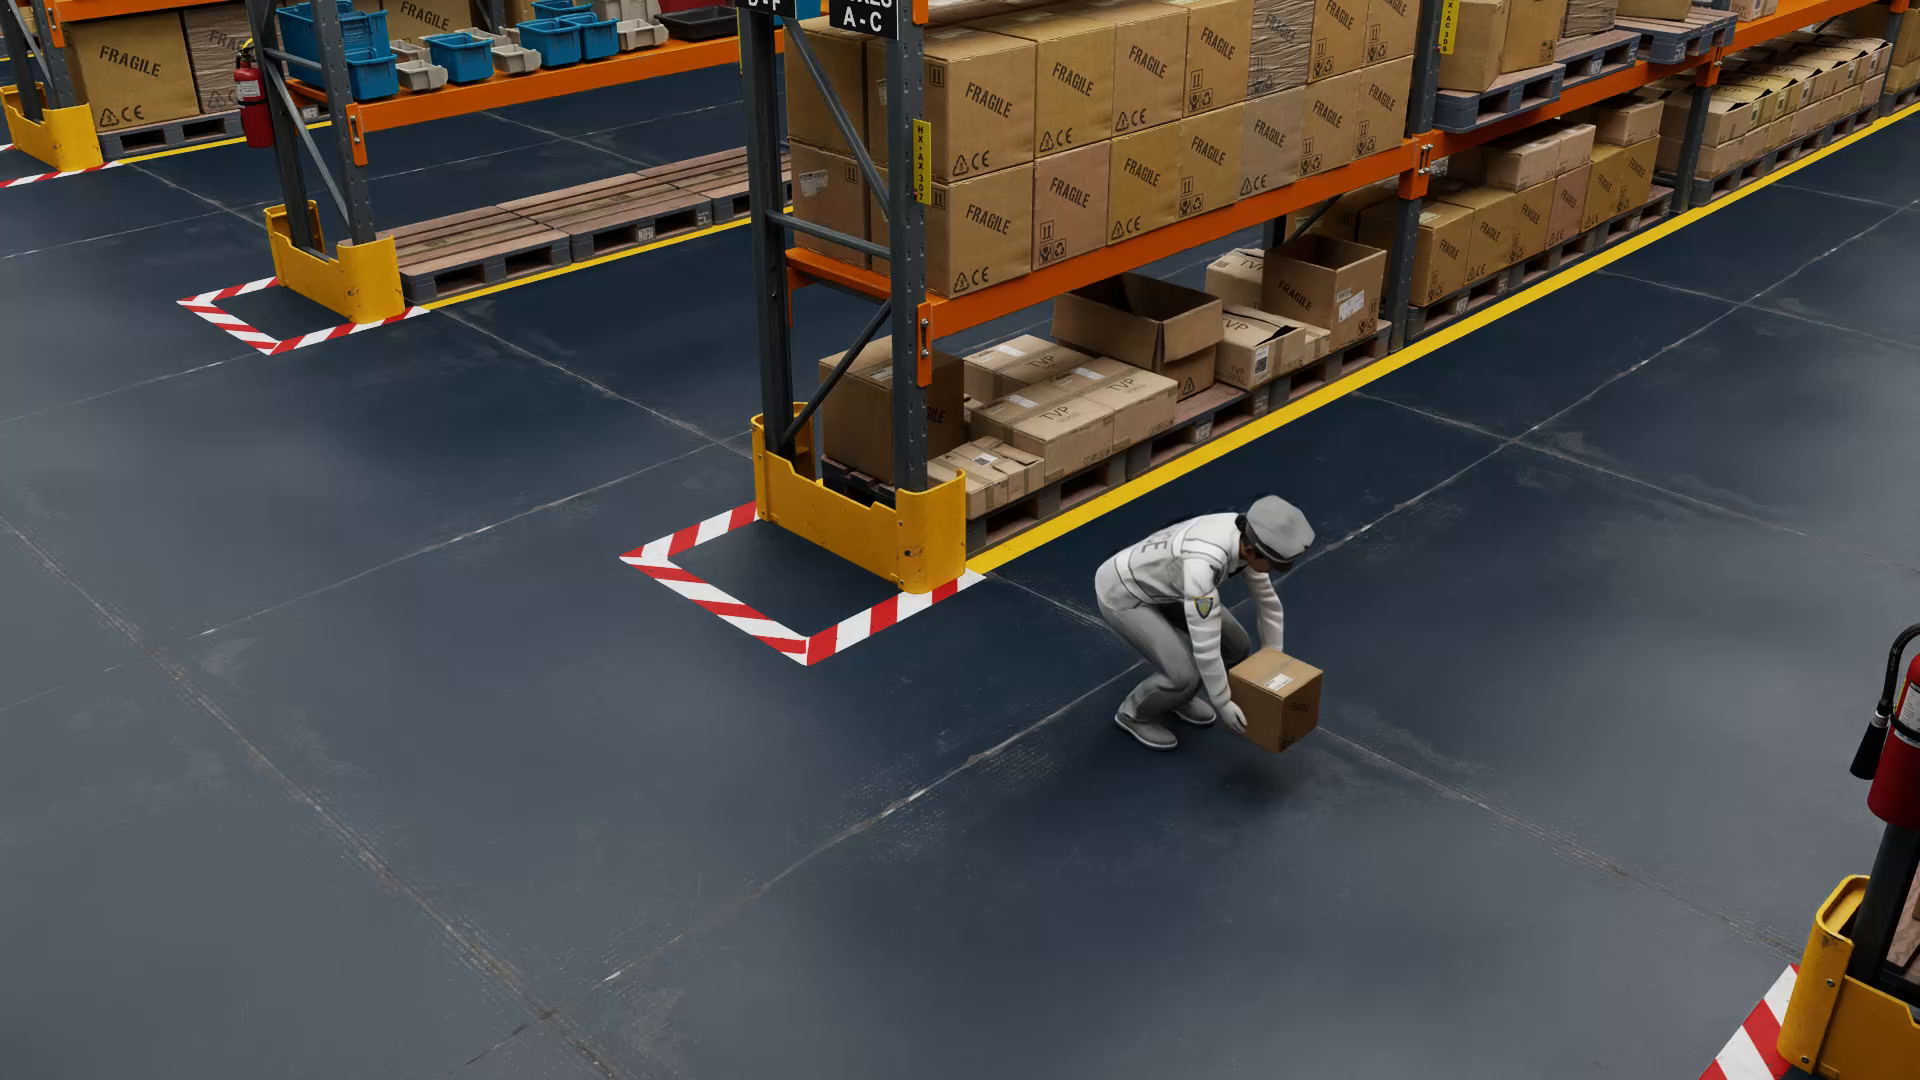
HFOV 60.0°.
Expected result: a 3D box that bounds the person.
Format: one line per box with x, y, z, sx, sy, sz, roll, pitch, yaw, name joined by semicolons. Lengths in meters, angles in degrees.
0.907;0.273;6.242;0.815;1.073;0.504;25;37;38;person
